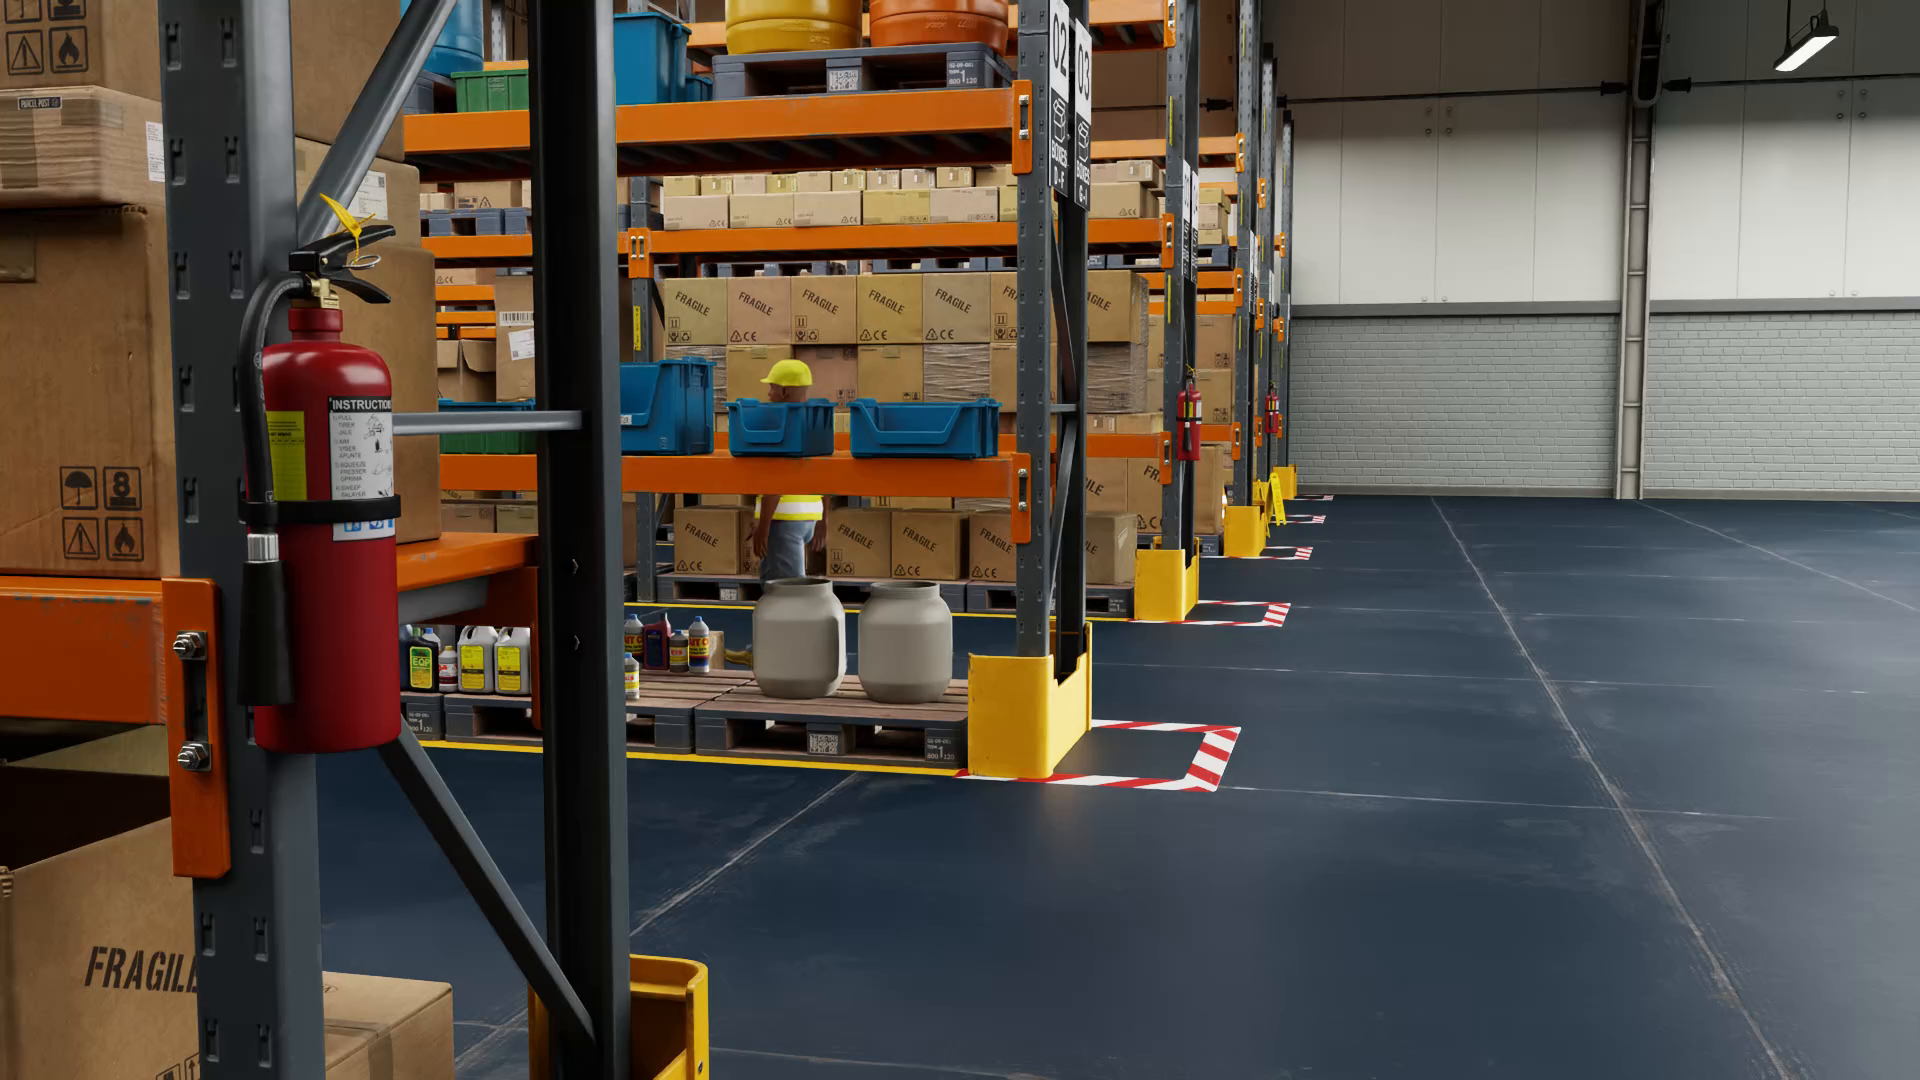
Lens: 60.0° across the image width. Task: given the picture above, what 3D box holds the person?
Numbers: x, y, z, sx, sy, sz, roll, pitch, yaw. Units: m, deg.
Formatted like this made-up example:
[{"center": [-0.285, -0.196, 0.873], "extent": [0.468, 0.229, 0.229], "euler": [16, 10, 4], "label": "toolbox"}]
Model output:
[{"center": [-1.060, -0.108, 9.126], "extent": [0.752, 1.749, 0.589], "euler": [2, 5, 20], "label": "person"}]
